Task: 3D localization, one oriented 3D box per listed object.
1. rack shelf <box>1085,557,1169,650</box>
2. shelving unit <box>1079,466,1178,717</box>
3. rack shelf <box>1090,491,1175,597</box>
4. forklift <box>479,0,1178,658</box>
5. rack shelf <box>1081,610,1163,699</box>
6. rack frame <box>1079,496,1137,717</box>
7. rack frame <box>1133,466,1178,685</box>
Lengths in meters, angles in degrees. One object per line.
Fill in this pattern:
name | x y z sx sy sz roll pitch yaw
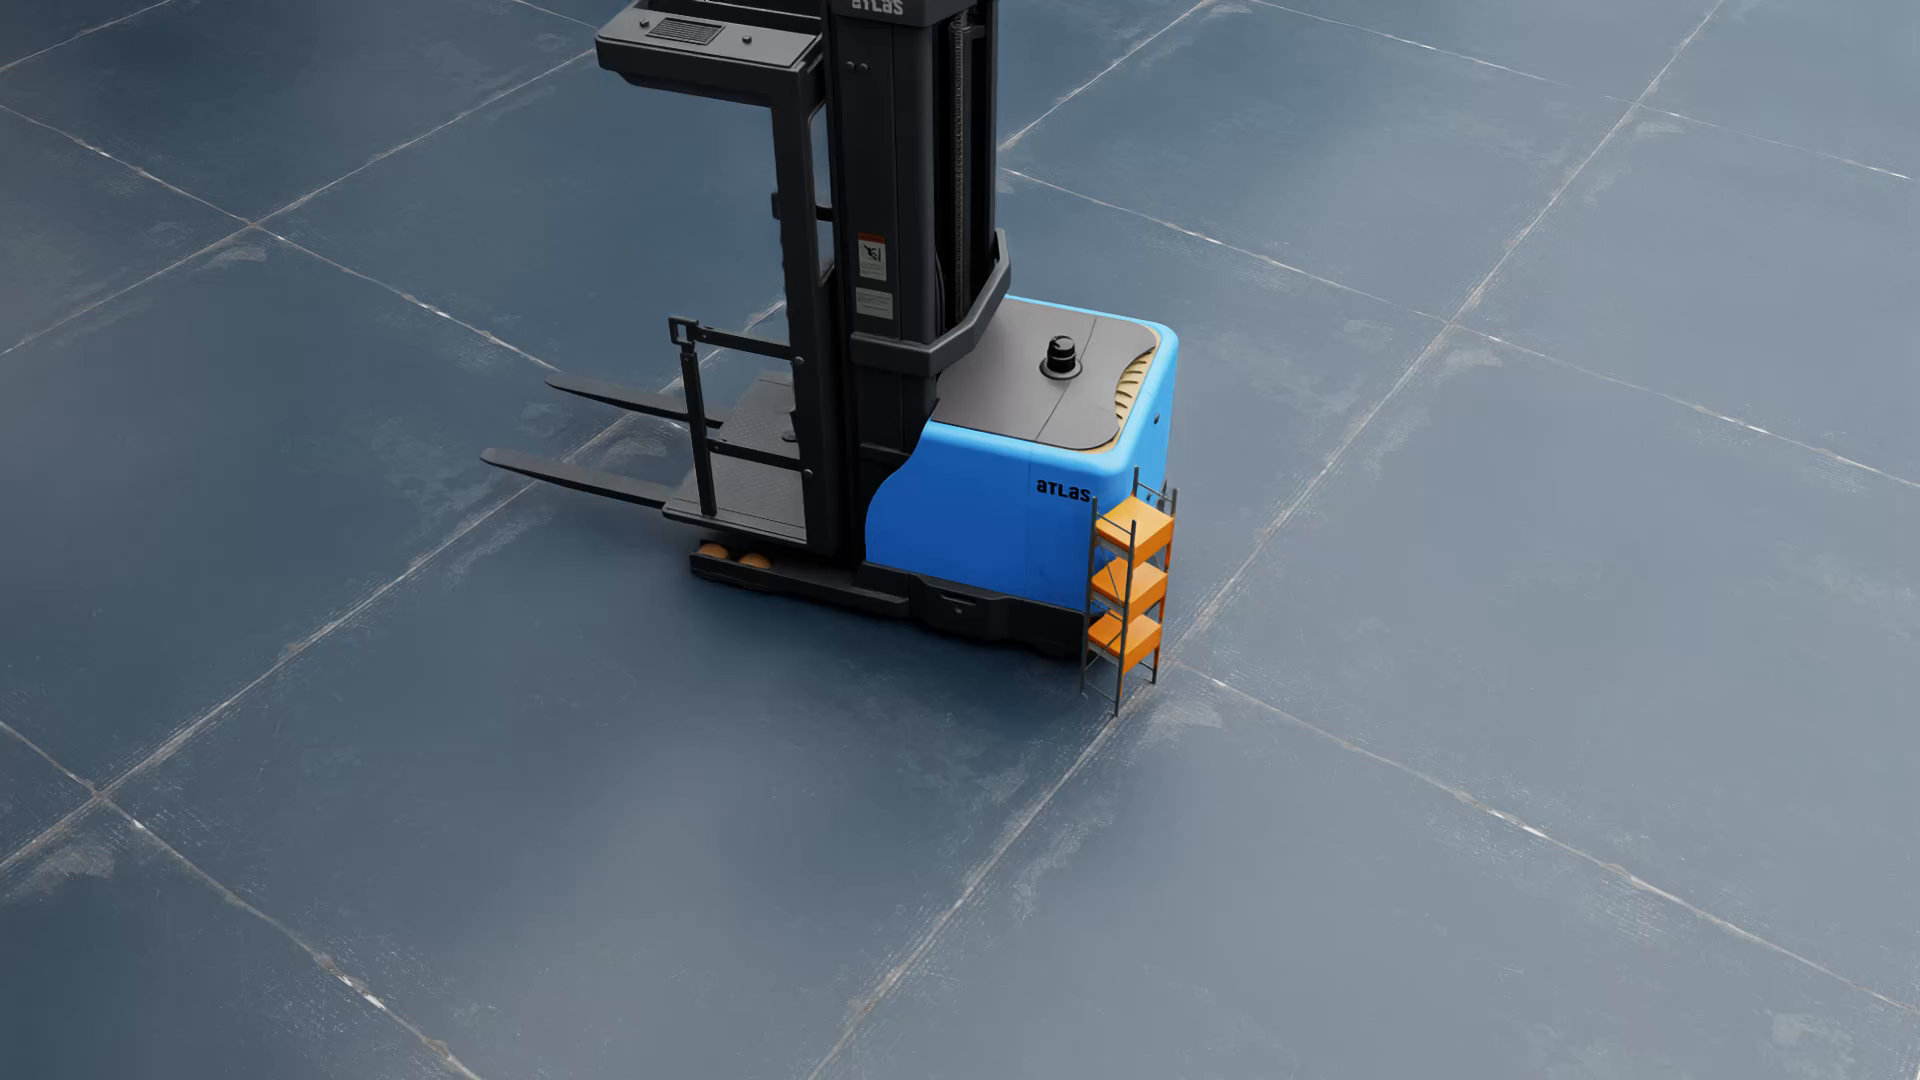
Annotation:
rack shelf | 0.647 0.225 6.475 0.215 0.259 0.240 32 51 31
shelving unit | 0.647 0.218 6.468 0.215 1.050 0.252 32 51 31
rack shelf | 0.647 0.014 6.286 0.215 0.259 0.240 32 51 31
forklift | -0.657 -1.192 6.632 3.031 2.935 1.130 13 43 14
rack shelf | 0.647 0.433 6.660 0.215 0.259 0.240 32 51 31
rack frame | 0.563 0.277 6.402 0.200 1.050 0.008 32 51 31
rack frame | 0.730 0.158 6.534 0.200 1.050 0.008 32 51 31
